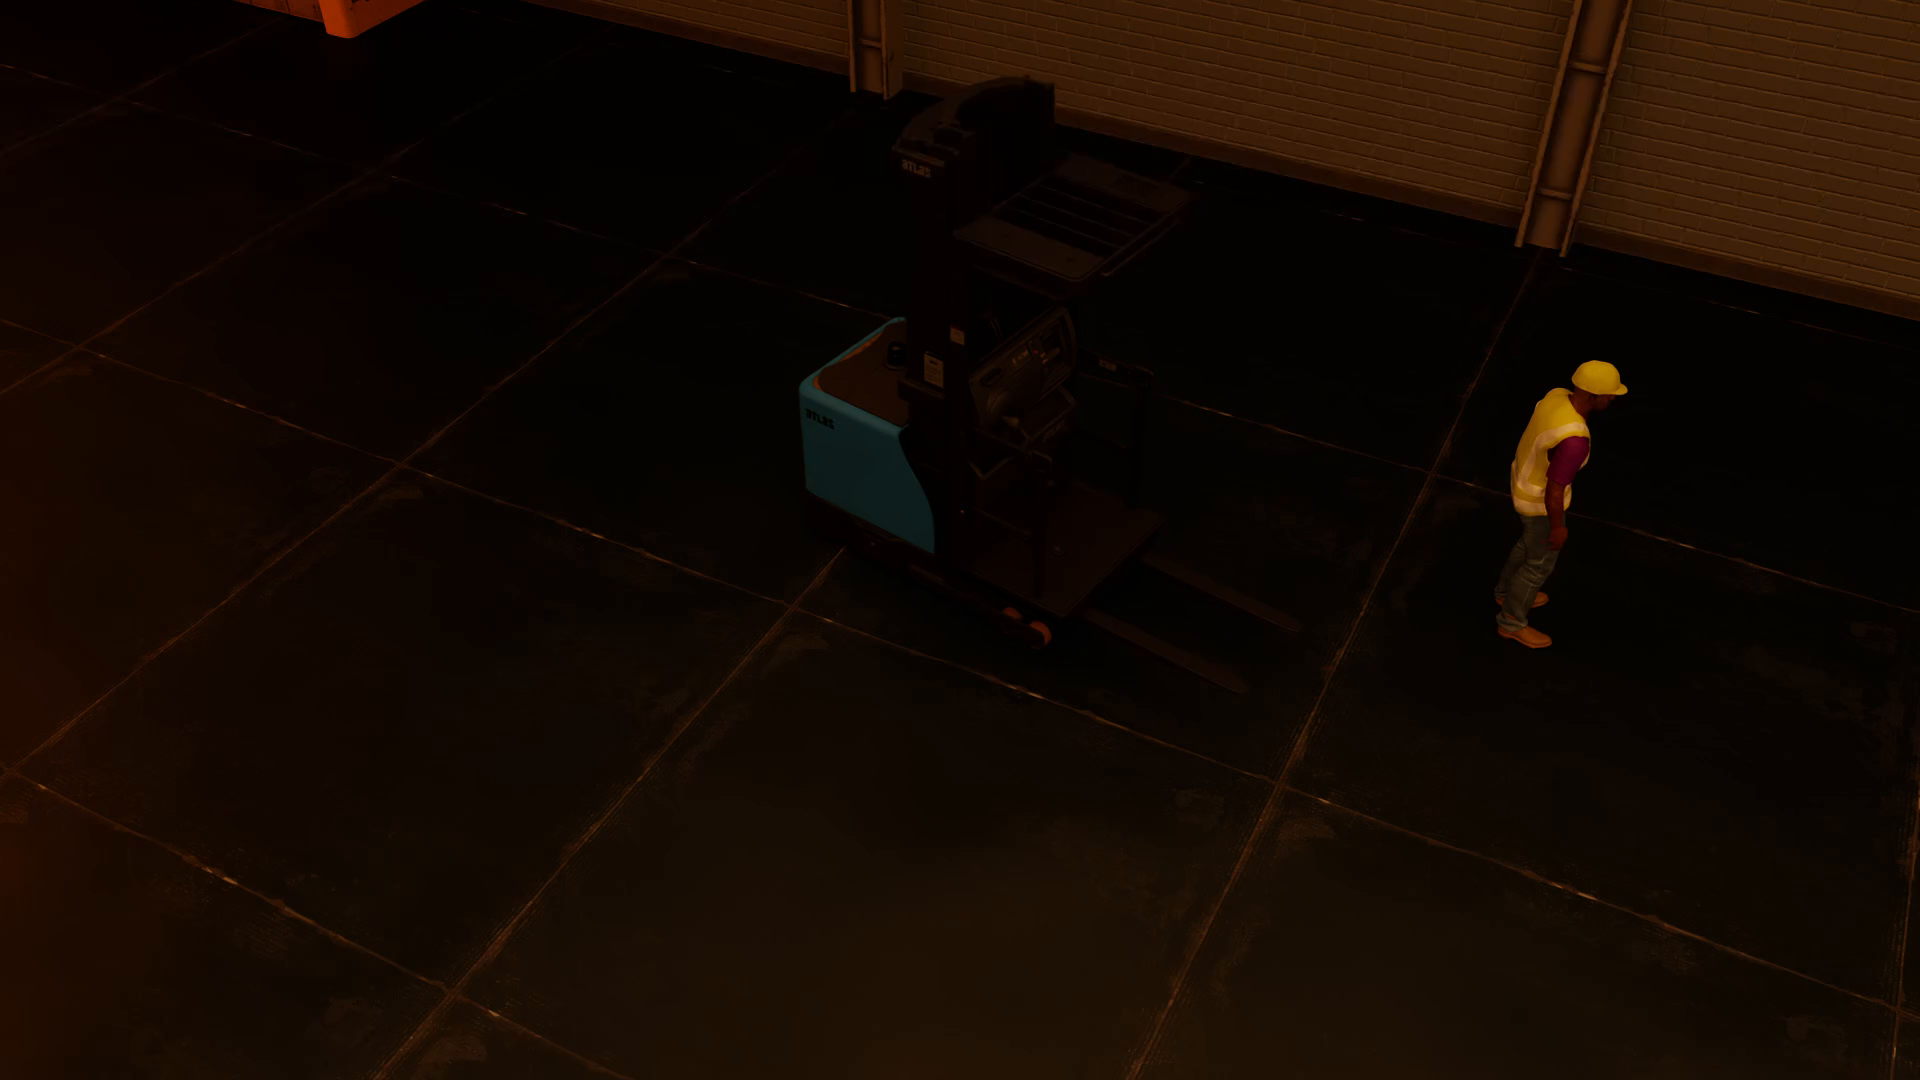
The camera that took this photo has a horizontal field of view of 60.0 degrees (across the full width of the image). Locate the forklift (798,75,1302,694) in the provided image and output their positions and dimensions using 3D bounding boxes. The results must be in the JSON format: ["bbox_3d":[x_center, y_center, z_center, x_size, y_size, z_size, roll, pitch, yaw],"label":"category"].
[{"bbox_3d":[0.518,-0.884,9.036,3.031,2.935,1.130,26,47,28],"label":"forklift"}]

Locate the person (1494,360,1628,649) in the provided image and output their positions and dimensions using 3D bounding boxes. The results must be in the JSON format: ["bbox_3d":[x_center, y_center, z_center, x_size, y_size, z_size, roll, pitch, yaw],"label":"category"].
[{"bbox_3d":[3.260,-0.236,9.179,0.460,1.759,0.629,7,41,8],"label":"person"}]
